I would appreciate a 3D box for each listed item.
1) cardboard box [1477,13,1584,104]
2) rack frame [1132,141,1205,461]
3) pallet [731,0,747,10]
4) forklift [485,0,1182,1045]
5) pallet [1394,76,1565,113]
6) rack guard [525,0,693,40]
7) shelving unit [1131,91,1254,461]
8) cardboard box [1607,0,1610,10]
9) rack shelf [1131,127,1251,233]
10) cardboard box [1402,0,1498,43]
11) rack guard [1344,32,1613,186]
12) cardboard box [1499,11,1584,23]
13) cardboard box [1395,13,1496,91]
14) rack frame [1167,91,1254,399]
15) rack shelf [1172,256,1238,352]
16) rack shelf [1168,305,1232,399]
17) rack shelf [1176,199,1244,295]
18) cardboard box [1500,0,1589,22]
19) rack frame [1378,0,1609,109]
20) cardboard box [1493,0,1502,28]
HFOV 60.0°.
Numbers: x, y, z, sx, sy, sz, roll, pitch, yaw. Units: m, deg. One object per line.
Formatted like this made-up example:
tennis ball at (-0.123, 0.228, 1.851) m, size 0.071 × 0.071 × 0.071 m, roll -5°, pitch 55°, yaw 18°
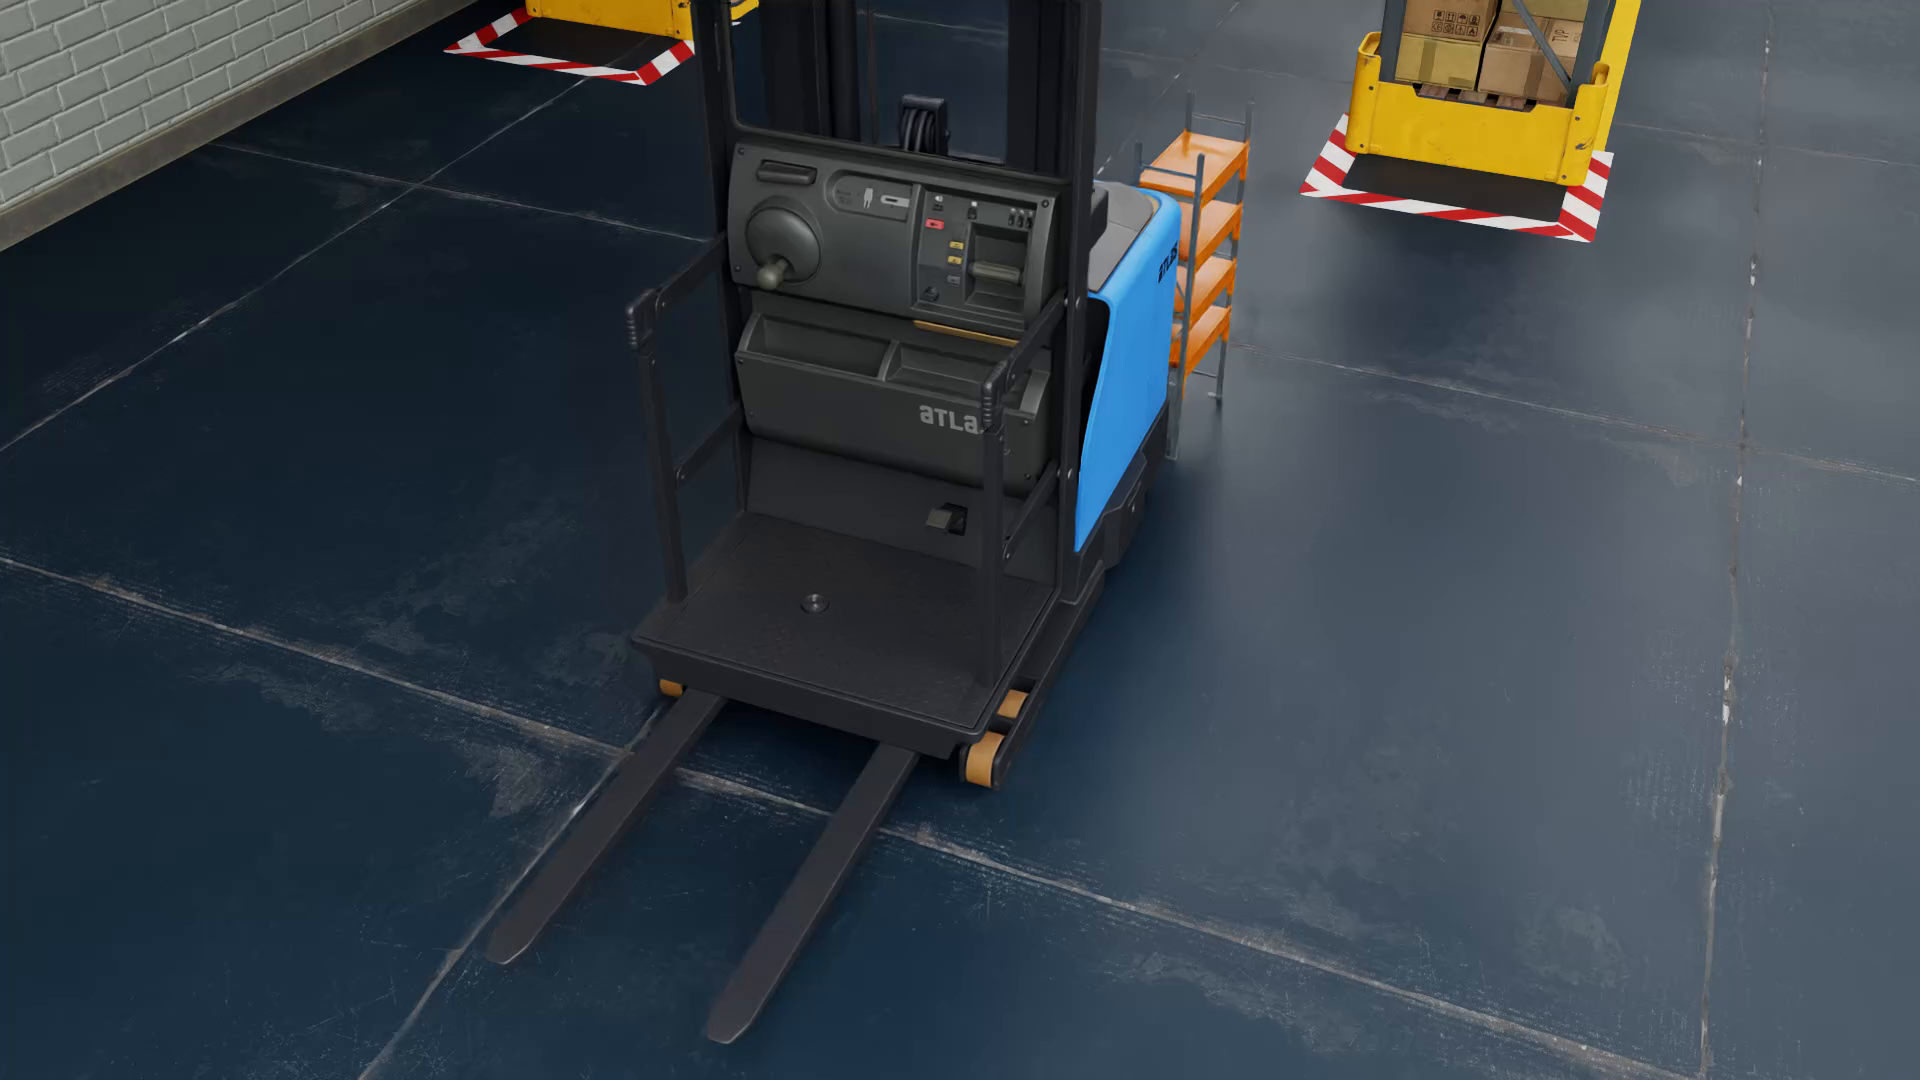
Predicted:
cardboard box at (2.949, -2.454, 8.474) m, size 0.500 × 0.250 × 0.500 m, roll 14°, pitch 39°, yaw 18°
rack frame at (0.691, -0.809, 5.830) m, size 0.240 × 1.200 × 0.015 m, roll 17°, pitch 40°, yaw 21°
pallet at (-1.673, -3.634, 10.436) m, size 1.003 × 0.211 × 1.213 m, roll 14°, pitch 39°, yaw 18°
forklift at (-0.276, -0.749, 4.304) m, size 1.130 × 2.935 × 3.031 m, roll 14°, pitch 39°, yaw 17°
pallet at (2.792, -2.457, 8.861) m, size 1.003 × 0.211 × 1.213 m, roll 14°, pitch 39°, yaw 18°
rack guard at (-2.014, -3.308, 9.759) m, size 1.175 × 0.500 × 0.348 m, roll 14°, pitch 39°, yaw 18°
shelving unit at (0.802, -0.939, 6.004) m, size 0.258 × 1.200 × 0.503 m, roll 17°, pitch 40°, yaw 21°
cardboard box at (3.521, -3.284, 9.585) m, size 0.500 × 0.250 × 0.500 m, roll 14°, pitch 39°, yaw 18°
rack shelf at (0.802, -1.254, 5.769) m, size 0.258 × 0.148 × 0.480 m, roll 17°, pitch 40°, yaw 21°
cardboard box at (2.468, -2.873, 8.408) m, size 0.500 × 0.500 × 0.500 m, roll 14°, pitch 39°, yaw 18°
rack guard at (2.530, -2.127, 8.178) m, size 1.175 × 0.500 × 0.348 m, roll 14°, pitch 39°, yaw 18°
cardboard box at (3.136, -2.732, 8.845) m, size 0.500 × 0.250 × 0.500 m, roll 14°, pitch 39°, yaw 18°
cardboard box at (2.470, -2.572, 8.632) m, size 0.500 × 0.250 × 0.500 m, roll 14°, pitch 39°, yaw 18°
rack frame at (0.913, -1.069, 6.178) m, size 0.240 × 1.200 × 0.015 m, roll 17°, pitch 40°, yaw 21°
rack shelf at (0.802, -0.885, 6.045) m, size 0.258 × 0.148 × 0.480 m, roll 17°, pitch 40°, yaw 21°
rack shelf at (0.802, -0.726, 6.163) m, size 0.258 × 0.148 × 0.480 m, roll 17°, pitch 40°, yaw 21°
rack shelf at (0.802, -1.064, 5.911) m, size 0.258 × 0.148 × 0.480 m, roll 17°, pitch 40°, yaw 21°
cardboard box at (3.138, -3.032, 8.620) m, size 0.500 × 0.500 × 0.500 m, roll 14°, pitch 39°, yaw 18°
rack frame at (2.539, -3.141, 7.447) m, size 1.000 × 3.000 × 0.127 m, roll 14°, pitch 39°, yaw 18°
cardboard box at (2.649, -2.852, 9.006) m, size 0.500 × 0.250 × 0.500 m, roll 14°, pitch 39°, yaw 18°
